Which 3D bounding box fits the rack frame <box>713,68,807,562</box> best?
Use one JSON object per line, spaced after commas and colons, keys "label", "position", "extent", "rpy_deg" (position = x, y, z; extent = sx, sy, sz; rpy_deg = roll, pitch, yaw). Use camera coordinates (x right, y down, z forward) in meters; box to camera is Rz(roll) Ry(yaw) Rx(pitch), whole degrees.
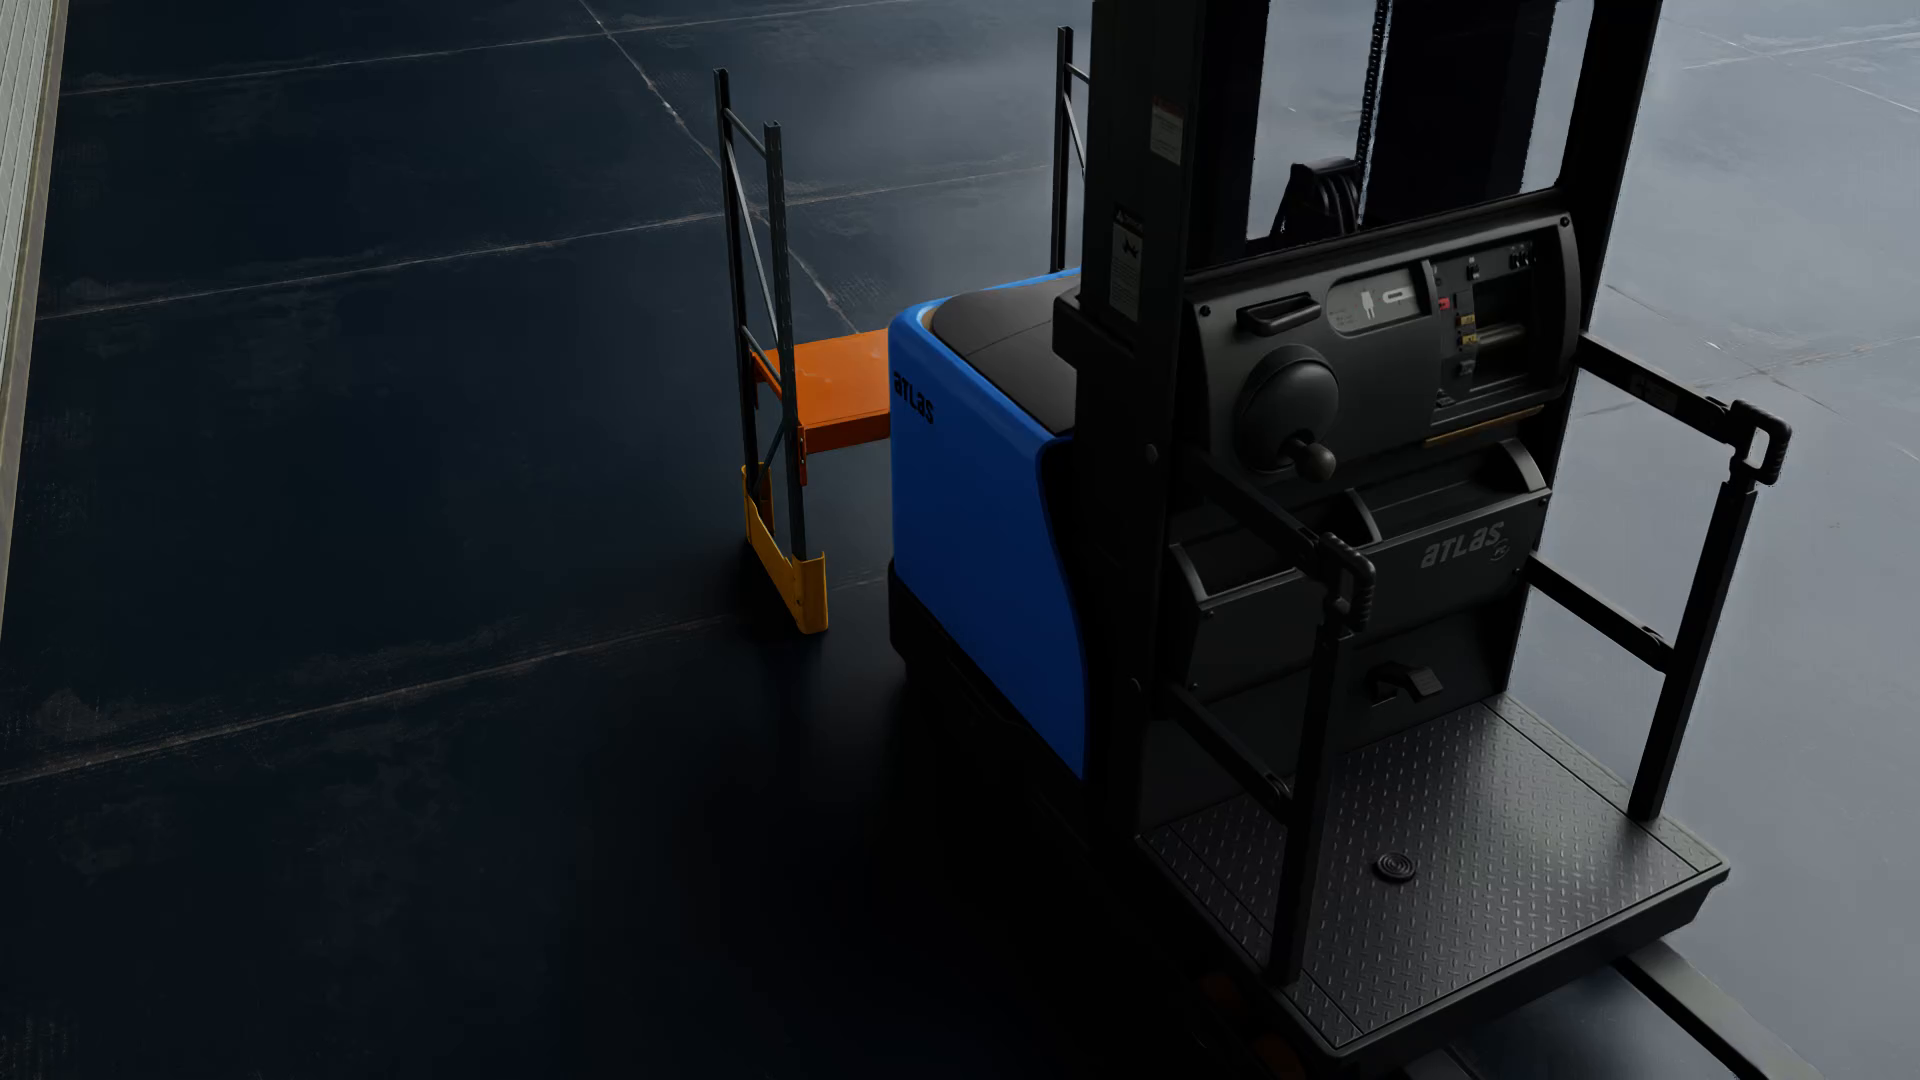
{"label": "rack frame", "position": [-0.547, -0.503, 4.648], "extent": [0.032, 1.500, 0.500], "rpy_deg": [-13, 35, -19]}

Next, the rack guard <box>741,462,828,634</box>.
{"label": "rack guard", "position": [-0.529, 0.016, 4.995], "extent": [0.087, 0.250, 0.587], "rpy_deg": [-13, 35, -19]}

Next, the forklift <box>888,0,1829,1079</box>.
{"label": "forklift", "position": [16.041, -1.386, 4.692], "extent": [29.544, 2.935, 13.953], "rpy_deg": [-16, 36, -23]}

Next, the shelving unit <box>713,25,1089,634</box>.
{"label": "shelving unit", "position": [-0.070, -0.613, 4.816], "extent": [1.083, 1.500, 0.587], "rpy_deg": [-13, 35, -19]}

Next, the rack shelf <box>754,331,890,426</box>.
{"label": "rack shelf", "position": [-0.079, -0.516, 4.875], "extent": [0.952, 0.026, 0.459], "rpy_deg": [-13, 35, -19]}

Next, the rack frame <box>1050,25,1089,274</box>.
{"label": "rack frame", "position": [0.390, -0.718, 4.978], "extent": [0.032, 1.500, 0.500], "rpy_deg": [-13, 35, -19]}
